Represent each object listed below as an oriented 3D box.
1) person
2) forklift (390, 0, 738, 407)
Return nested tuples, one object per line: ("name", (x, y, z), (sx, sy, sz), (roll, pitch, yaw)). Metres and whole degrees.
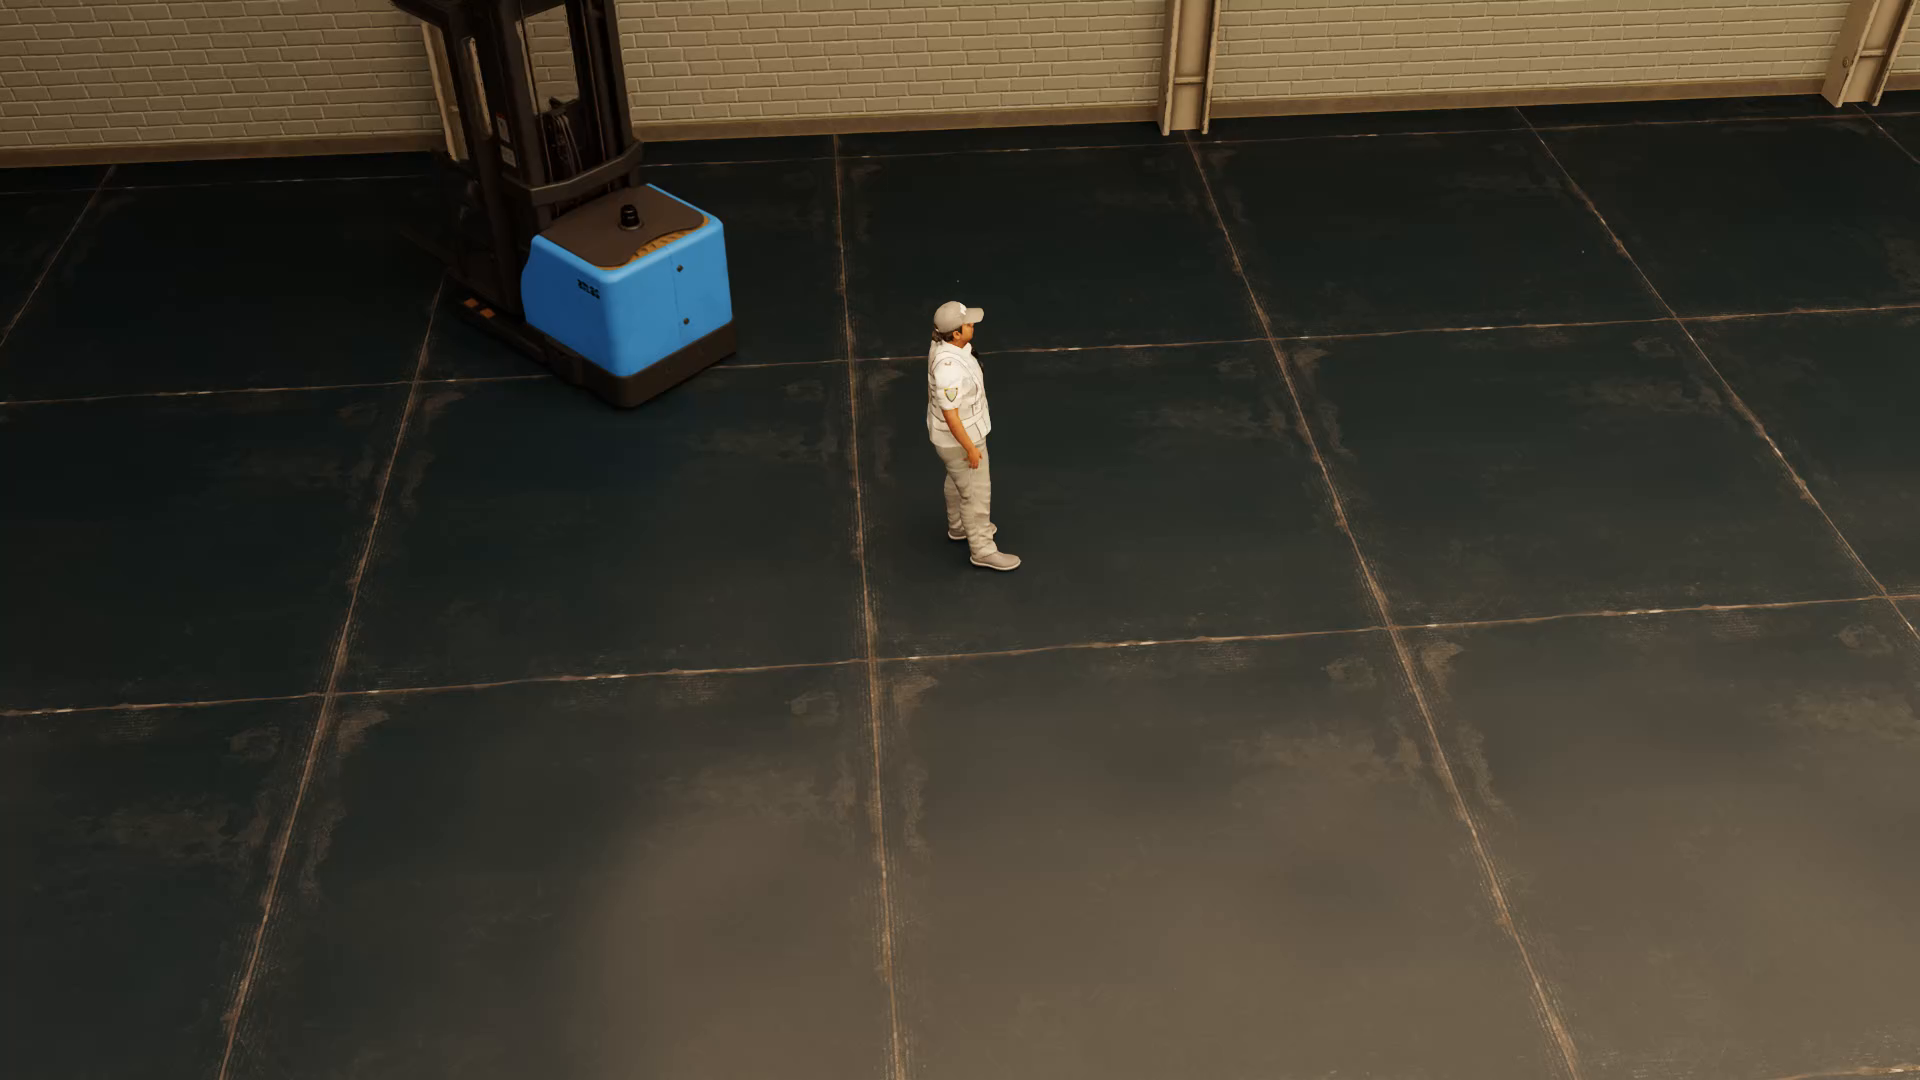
("person", (0.078, -0.629, 9.634), (0.529, 1.670, 0.598), (-3, 41, -4))
("forklift", (-2.988, -2.830, 11.247), (3.031, 2.935, 1.130), (30, 49, 31))
